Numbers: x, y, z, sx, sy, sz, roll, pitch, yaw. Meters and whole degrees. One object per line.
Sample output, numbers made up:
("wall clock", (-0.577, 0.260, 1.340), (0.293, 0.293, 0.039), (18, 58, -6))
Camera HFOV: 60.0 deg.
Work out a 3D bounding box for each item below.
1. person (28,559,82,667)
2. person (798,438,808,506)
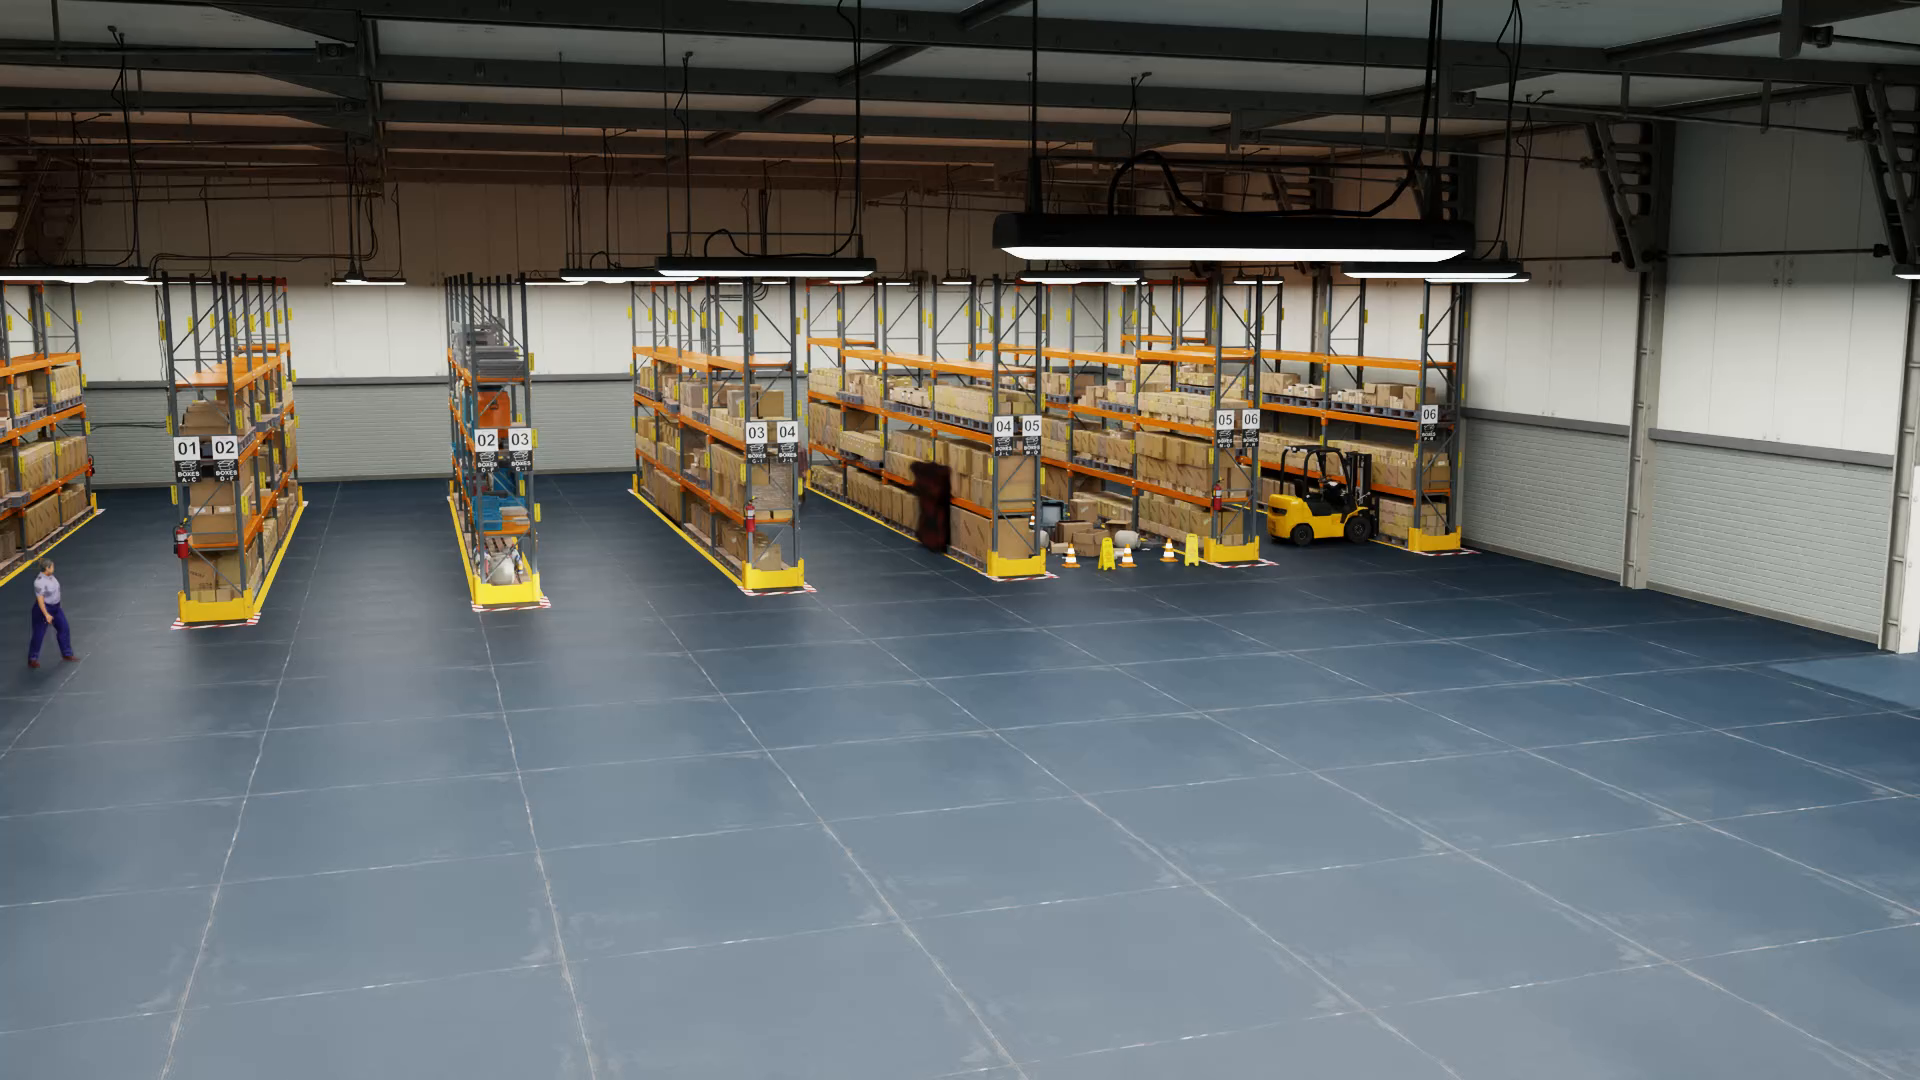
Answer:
("person", (-13.941, 1.113, 25.440), (0.553, 1.678, 0.680), (1, 9, 7))
("person", (-4.320, -1.822, 44.160), (0.670, 1.785, 0.442), (8, 12, 43))
